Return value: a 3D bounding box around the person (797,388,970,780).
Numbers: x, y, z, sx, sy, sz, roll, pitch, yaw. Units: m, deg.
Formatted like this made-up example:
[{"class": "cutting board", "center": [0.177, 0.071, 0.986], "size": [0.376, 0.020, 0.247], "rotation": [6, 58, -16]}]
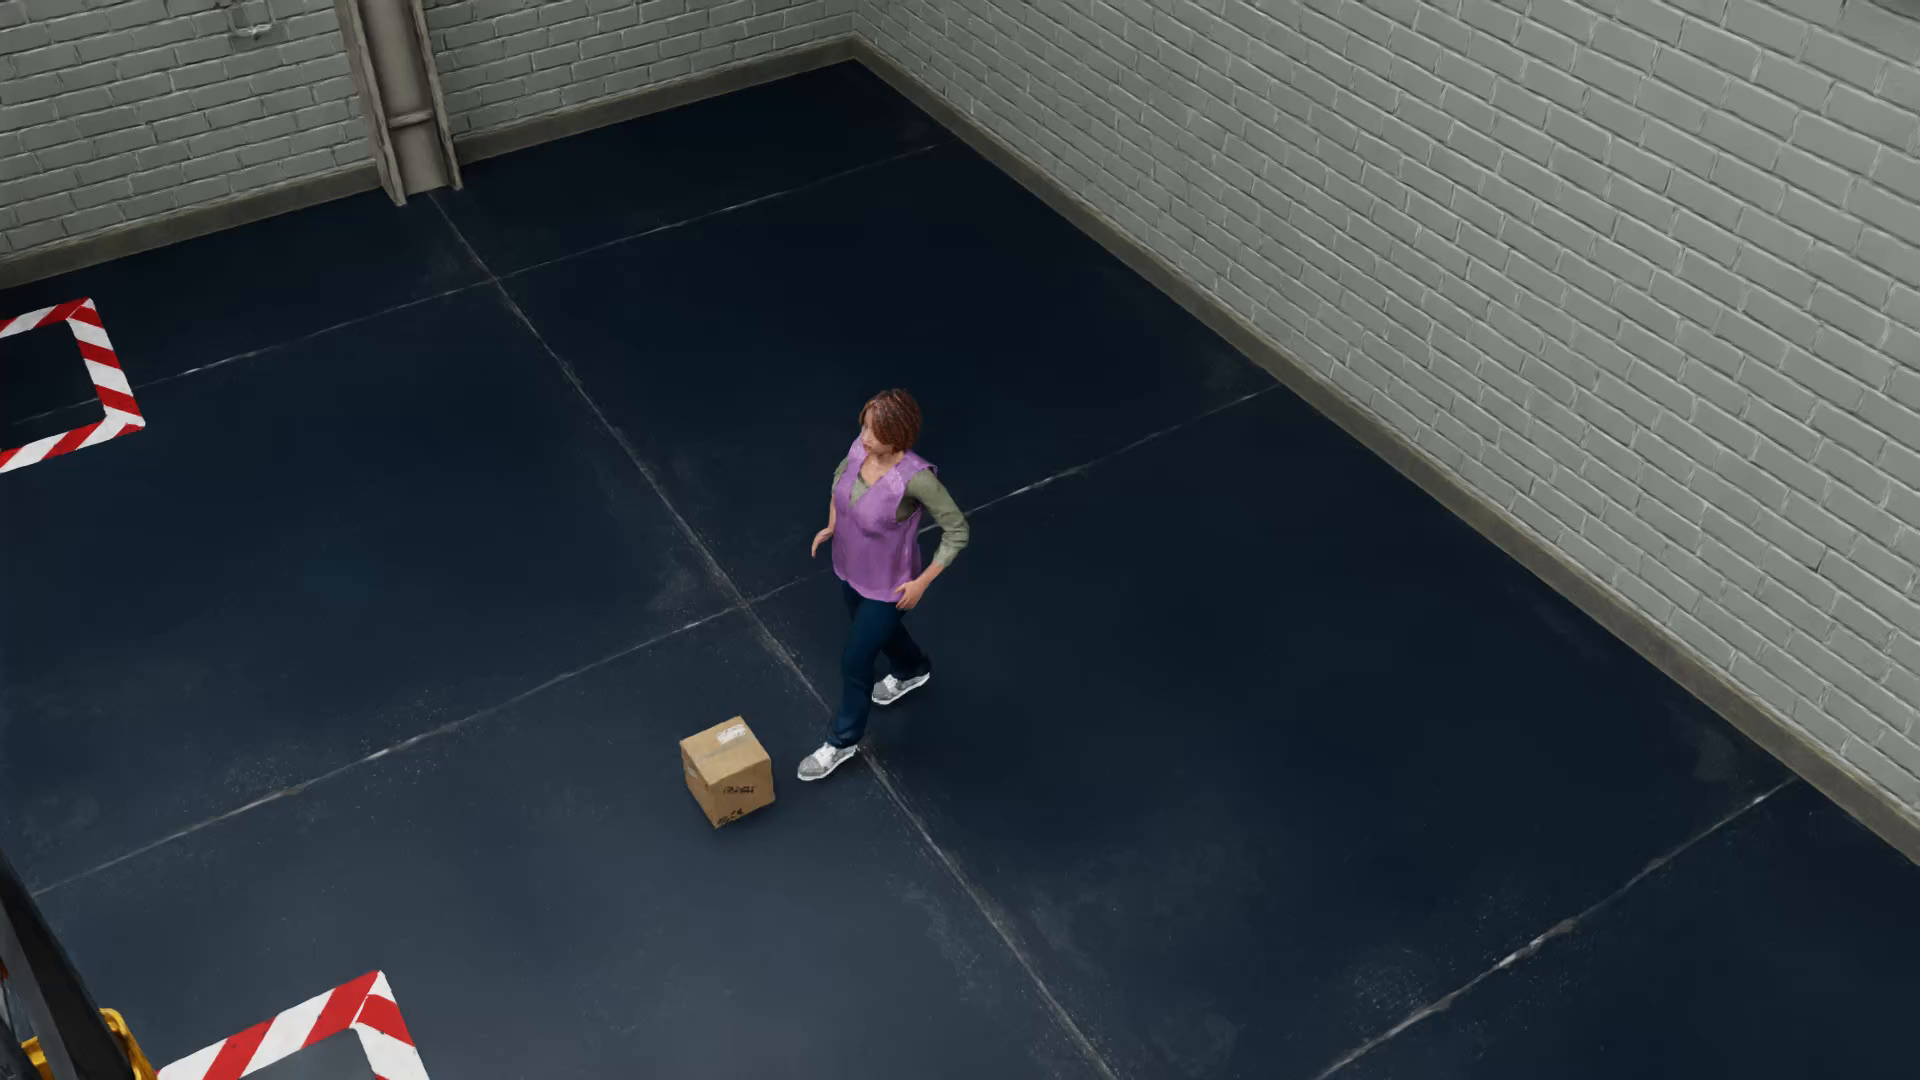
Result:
[{"class": "person", "center": [-0.360, 0.158, 5.967], "size": [0.704, 1.581, 0.586], "rotation": [-28, 48, -28]}]
